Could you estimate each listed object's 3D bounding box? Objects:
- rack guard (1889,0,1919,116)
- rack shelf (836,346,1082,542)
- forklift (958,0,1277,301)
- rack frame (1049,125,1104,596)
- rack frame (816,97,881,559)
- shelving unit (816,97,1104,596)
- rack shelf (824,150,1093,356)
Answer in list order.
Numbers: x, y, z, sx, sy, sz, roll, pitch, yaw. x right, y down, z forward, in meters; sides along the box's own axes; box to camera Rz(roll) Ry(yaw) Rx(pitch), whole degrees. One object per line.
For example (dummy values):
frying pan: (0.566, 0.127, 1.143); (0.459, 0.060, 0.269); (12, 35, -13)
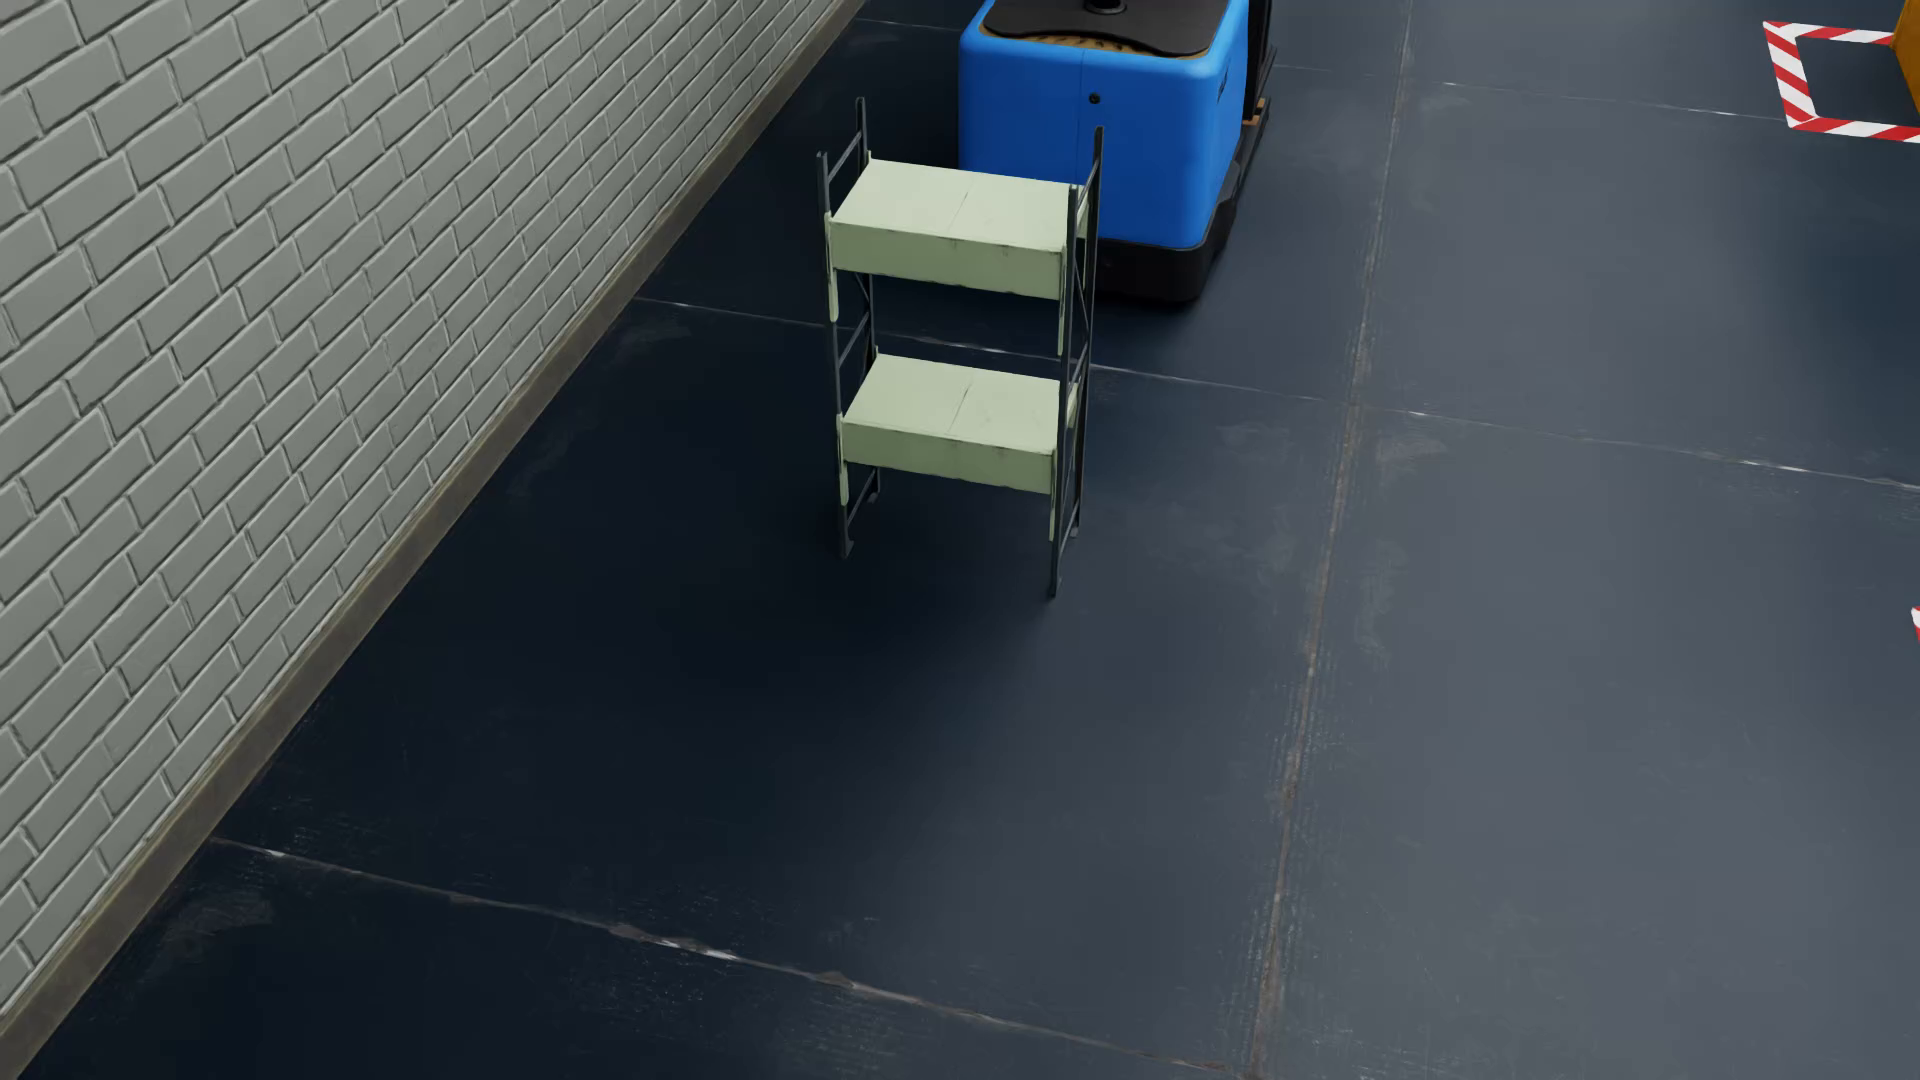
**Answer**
rack guard: (5.008, -2.489, 8.325); (0.348, 0.500, 1.175); (10, 41, 11)
rack shelf: (0.006, -0.324, 5.476); (0.720, 0.370, 0.431); (10, 41, 11)
forklift: (0.884, -3.054, 7.108); (1.130, 2.935, 3.031); (11, 41, 12)
rack frame: (0.360, -0.512, 5.194); (0.023, 1.500, 0.400); (10, 41, 11)
rack frame: (-0.347, -0.634, 5.339); (0.023, 1.500, 0.400); (10, 41, 11)
shelving unit: (0.006, -0.573, 5.266); (0.755, 1.500, 0.431); (10, 41, 11)
rack shelf: (0.006, -0.872, 5.015); (0.720, 0.370, 0.431); (10, 41, 11)
